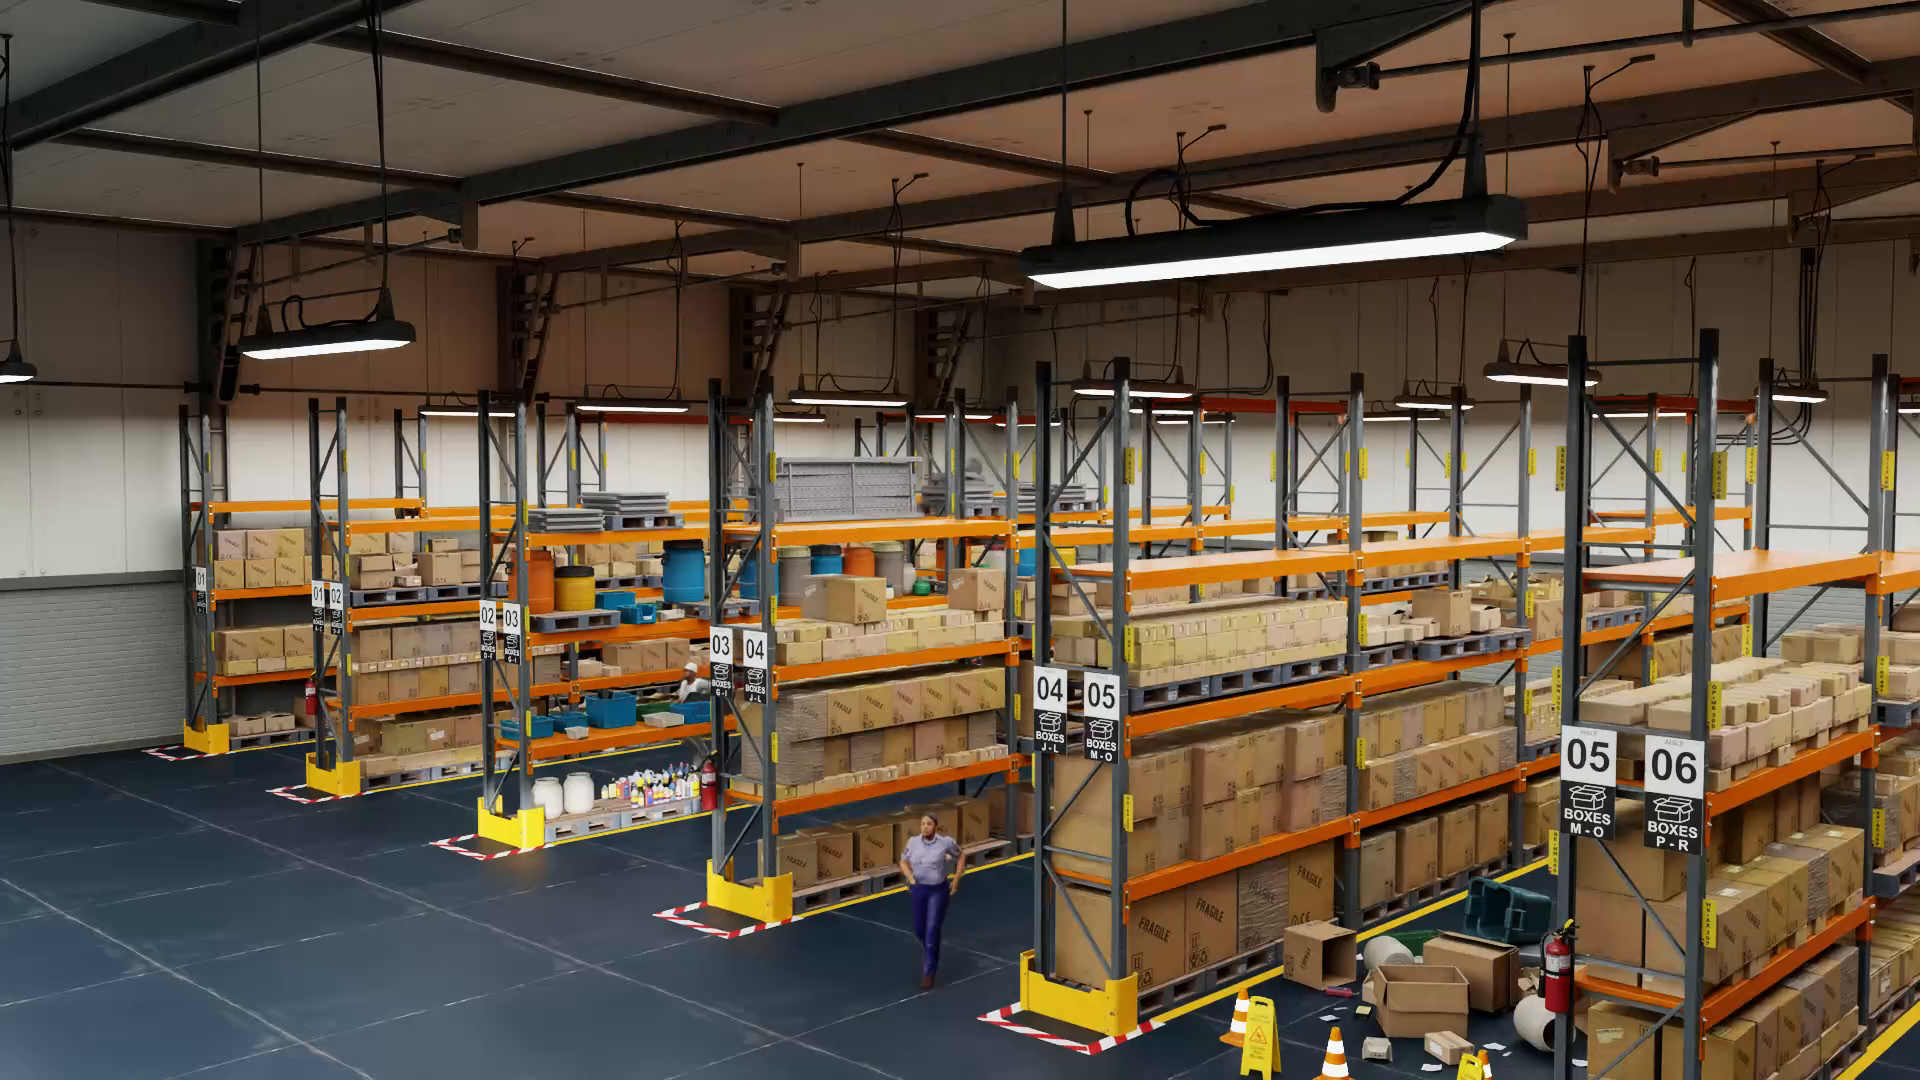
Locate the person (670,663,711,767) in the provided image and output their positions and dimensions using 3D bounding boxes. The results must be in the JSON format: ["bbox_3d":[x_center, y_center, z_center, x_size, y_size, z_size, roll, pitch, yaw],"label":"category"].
[{"bbox_3d":[-4.306,2.848,26.907,0.848,1.733,0.700,-3,4,-44],"label":"person"}]

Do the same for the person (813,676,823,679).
[{"bbox_3d":[-2.447,2.941,28.735,0.560,1.384,0.662,2,4,40],"label":"person"}]

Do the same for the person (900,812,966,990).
[{"bbox_3d":[-0.281,3.490,16.356,0.628,1.673,0.816,1,3,15],"label":"person"}]
